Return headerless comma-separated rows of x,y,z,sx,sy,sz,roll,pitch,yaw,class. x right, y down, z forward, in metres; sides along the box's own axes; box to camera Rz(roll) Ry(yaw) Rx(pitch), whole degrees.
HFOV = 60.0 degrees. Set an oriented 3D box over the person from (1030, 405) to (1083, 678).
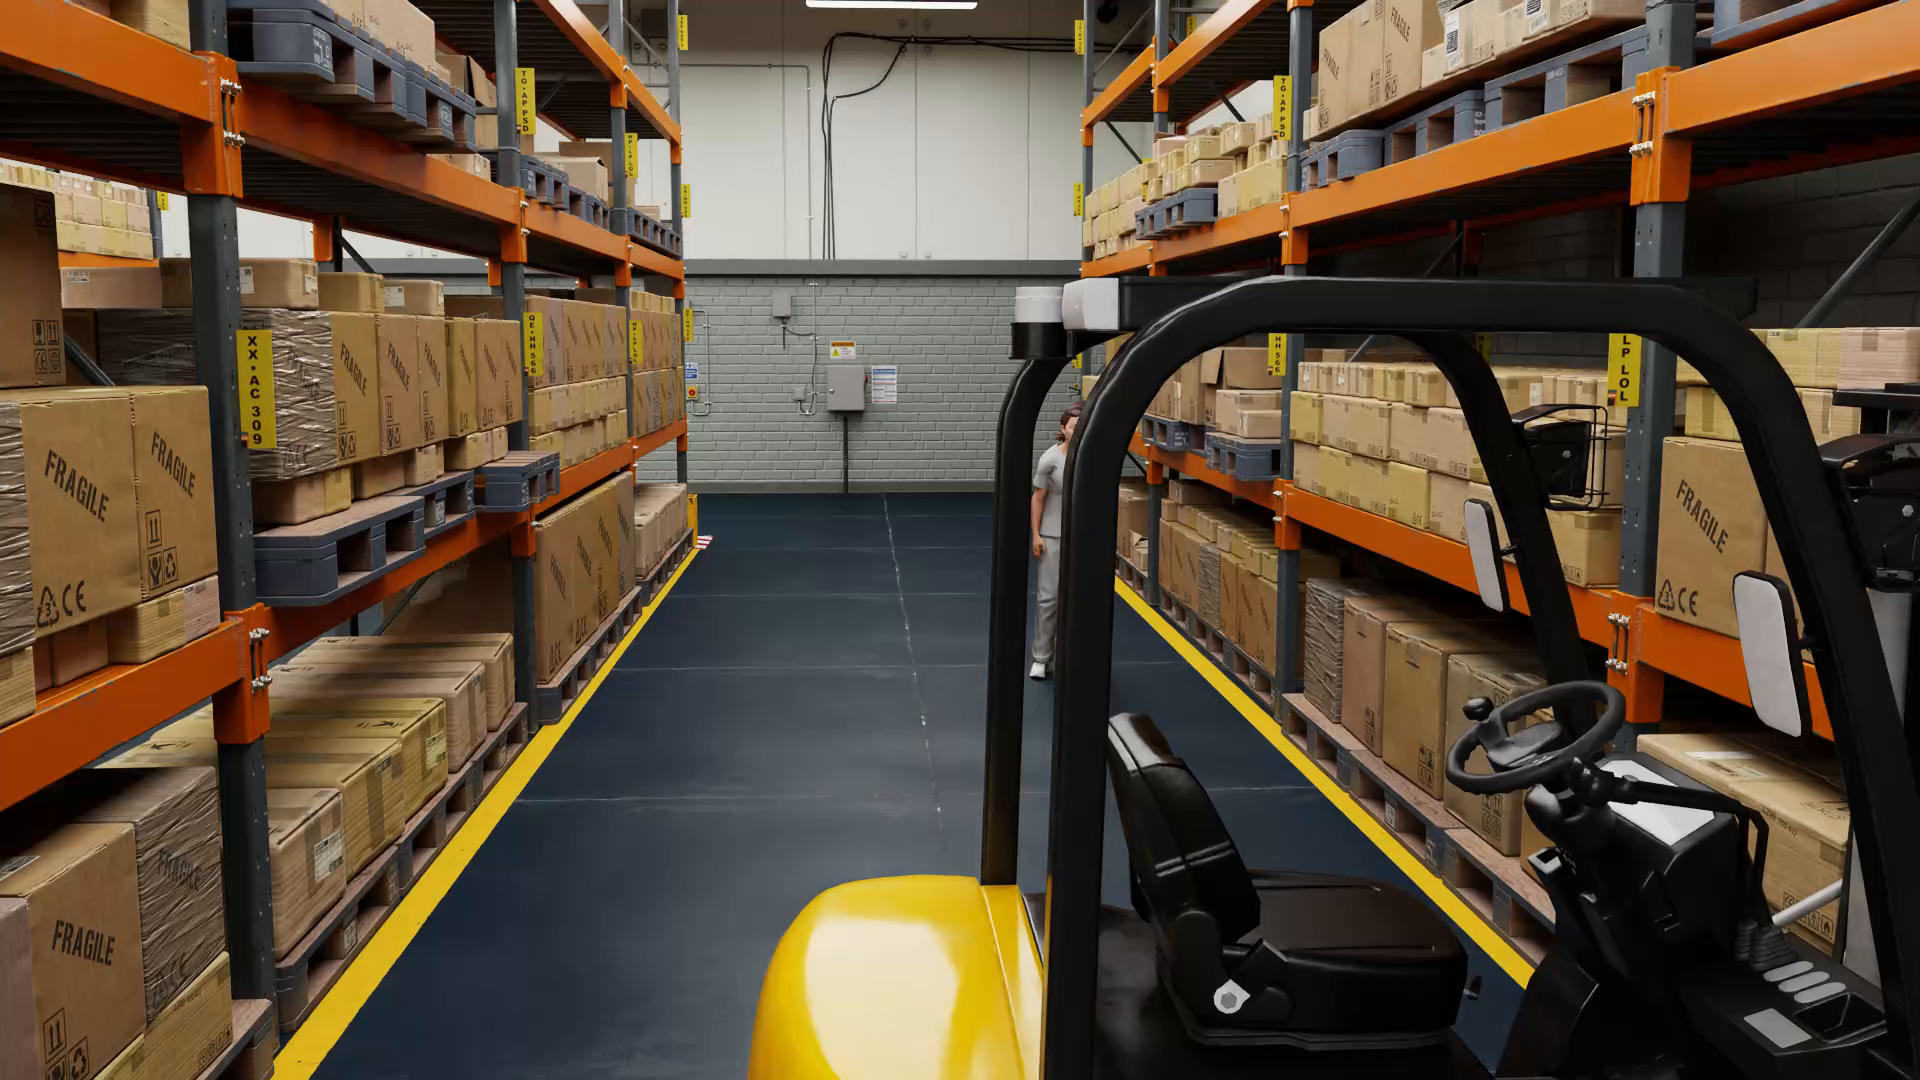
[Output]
0.670,0.003,10.237,0.514,1.672,0.357,-1,7,-8,person
